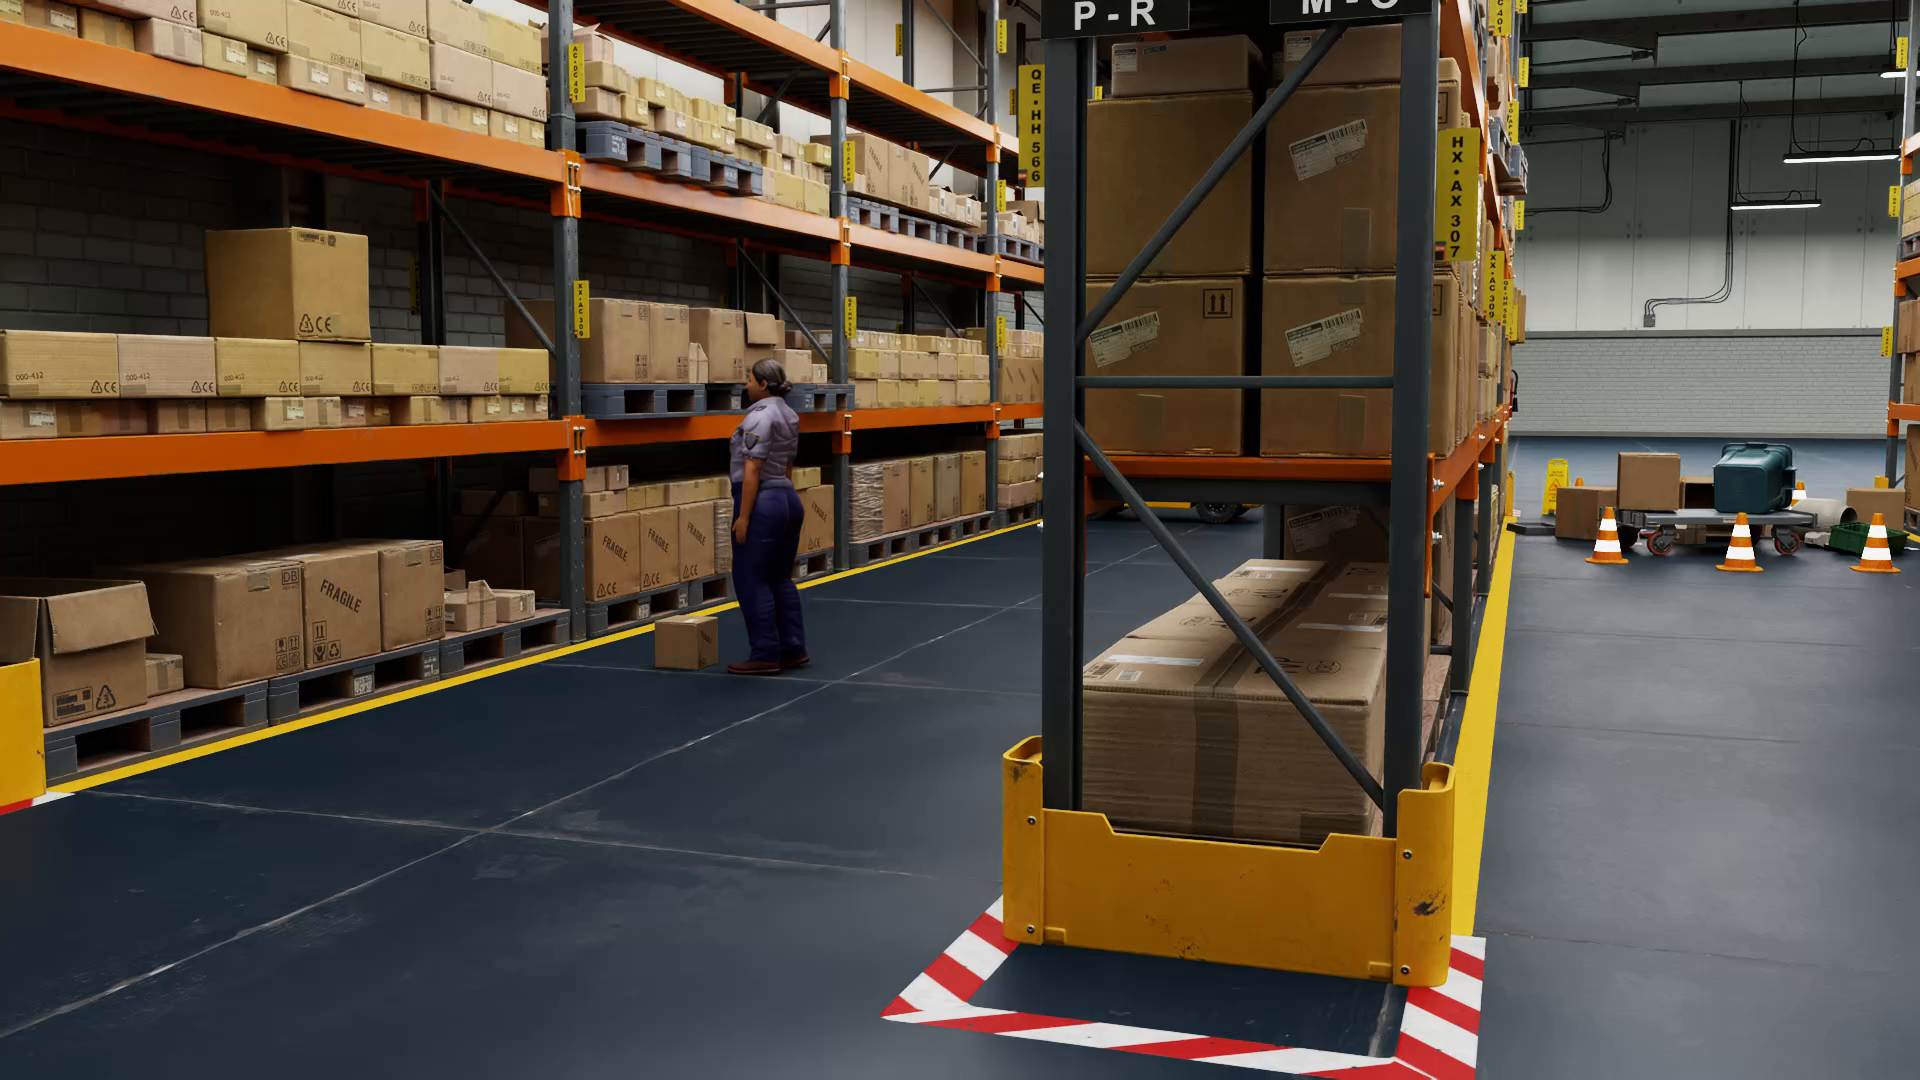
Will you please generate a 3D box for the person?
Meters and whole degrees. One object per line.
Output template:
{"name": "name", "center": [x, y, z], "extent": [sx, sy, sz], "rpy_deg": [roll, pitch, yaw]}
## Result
{"name": "person", "center": [-1.027, -0.106, 8.709], "extent": [0.344, 1.685, 0.467], "rpy_deg": [2, 6, 20]}
